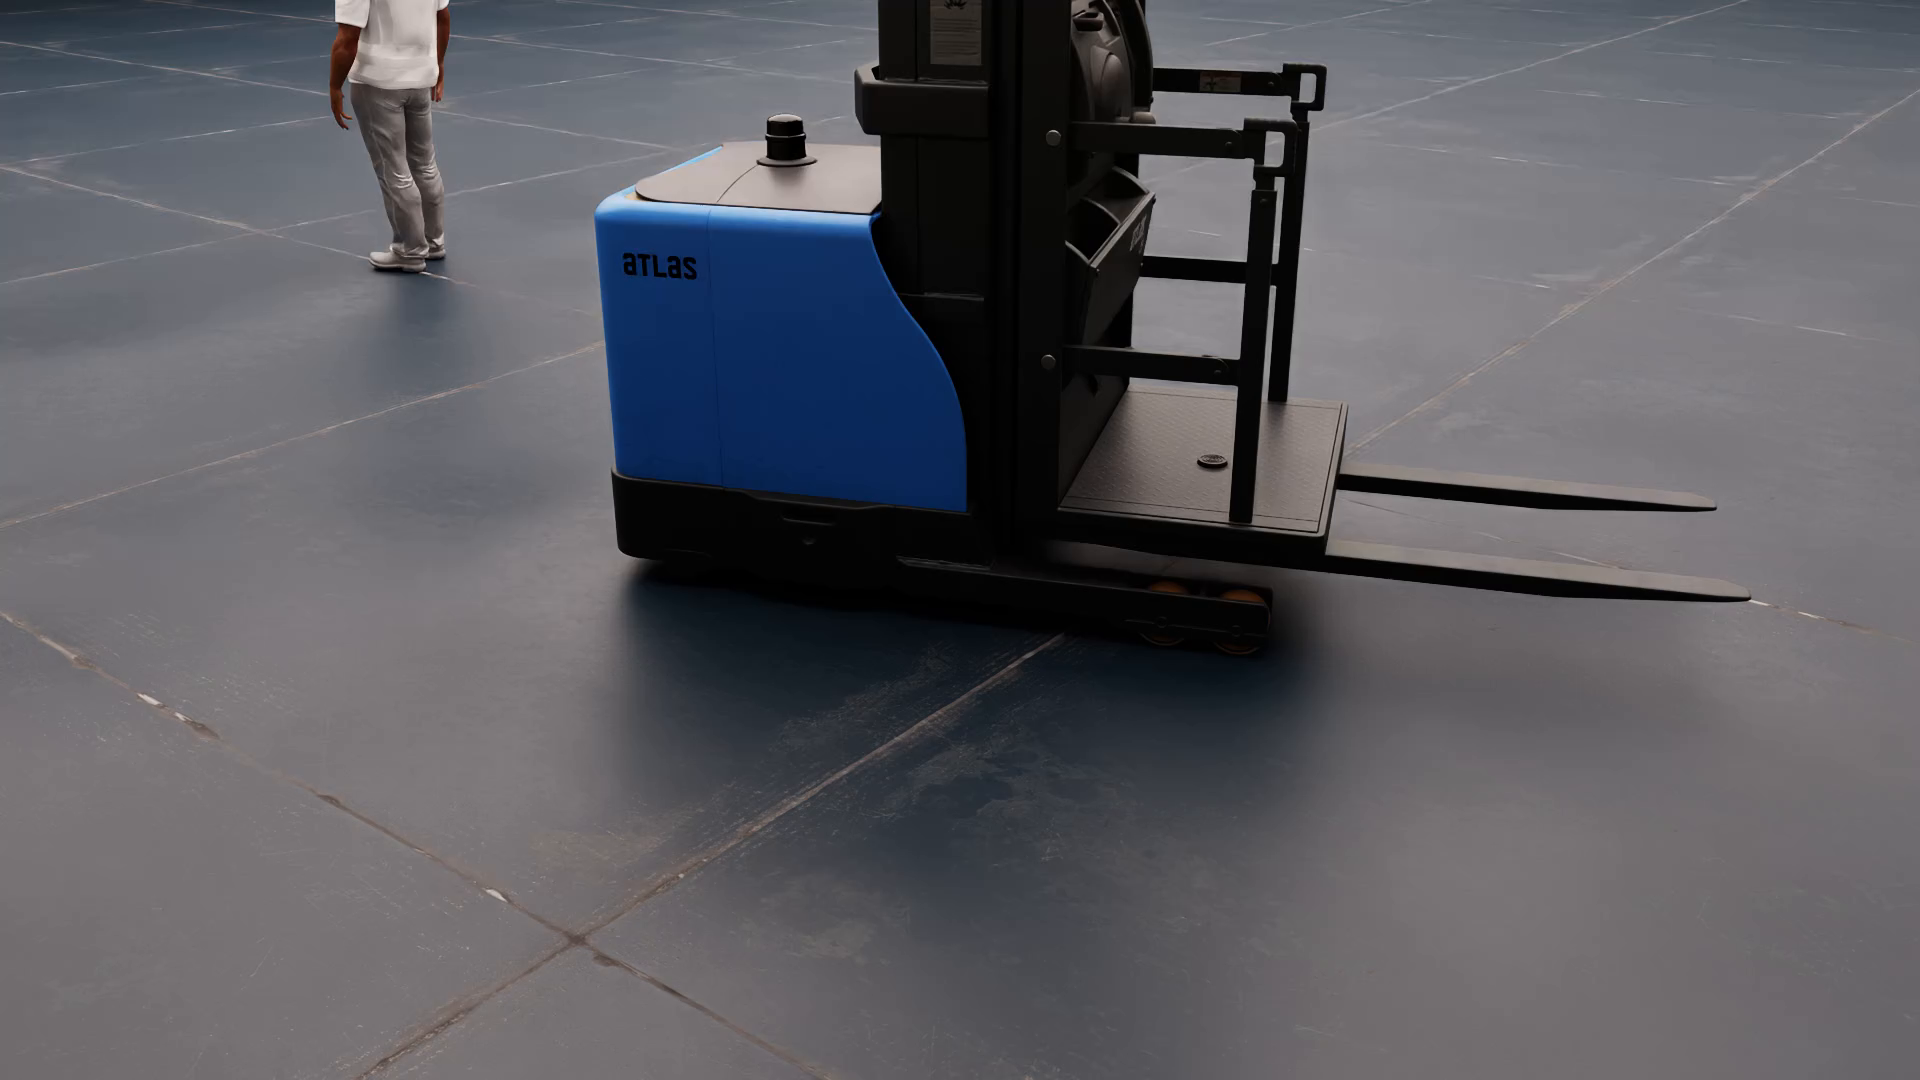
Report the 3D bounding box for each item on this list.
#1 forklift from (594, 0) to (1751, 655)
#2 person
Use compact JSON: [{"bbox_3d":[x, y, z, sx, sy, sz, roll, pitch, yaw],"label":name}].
[{"bbox_3d":[0.587,-1.281,4.284,3.031,2.935,1.130,6,24,14],"label":"forklift"},{"bbox_3d":[-2.675,-2.130,7.689,0.577,1.766,0.665,13,27,28],"label":"person"}]
